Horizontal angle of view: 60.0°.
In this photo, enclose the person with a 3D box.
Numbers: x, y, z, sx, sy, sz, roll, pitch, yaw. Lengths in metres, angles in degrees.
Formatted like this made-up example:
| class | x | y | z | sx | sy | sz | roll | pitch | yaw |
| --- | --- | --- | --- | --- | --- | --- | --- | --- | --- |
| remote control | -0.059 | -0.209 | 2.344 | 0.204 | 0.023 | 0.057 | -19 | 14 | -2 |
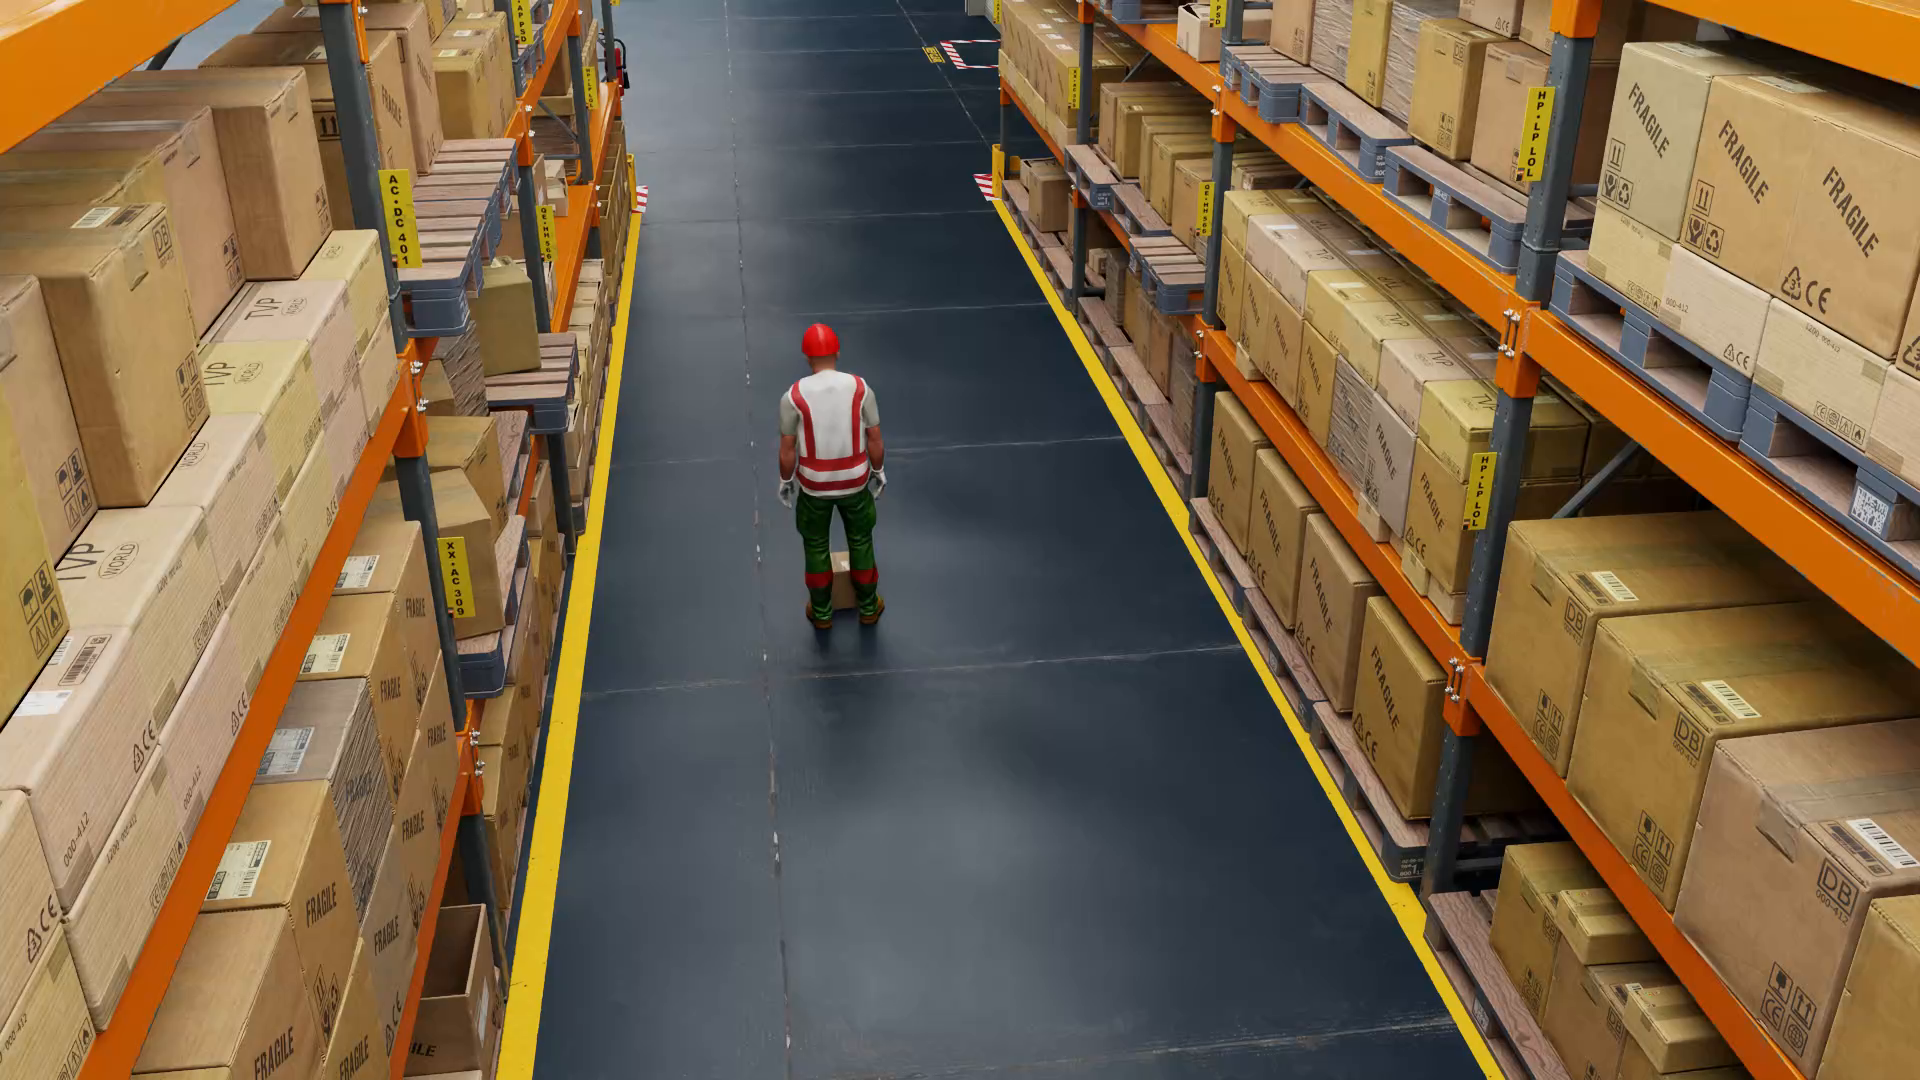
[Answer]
| class | x | y | z | sx | sy | sz | roll | pitch | yaw |
| --- | --- | --- | --- | --- | --- | --- | --- | --- | --- |
| person | -0.713 | -0.337 | 9.266 | 0.614 | 1.778 | 0.452 | -5 | 27 | -10 |
